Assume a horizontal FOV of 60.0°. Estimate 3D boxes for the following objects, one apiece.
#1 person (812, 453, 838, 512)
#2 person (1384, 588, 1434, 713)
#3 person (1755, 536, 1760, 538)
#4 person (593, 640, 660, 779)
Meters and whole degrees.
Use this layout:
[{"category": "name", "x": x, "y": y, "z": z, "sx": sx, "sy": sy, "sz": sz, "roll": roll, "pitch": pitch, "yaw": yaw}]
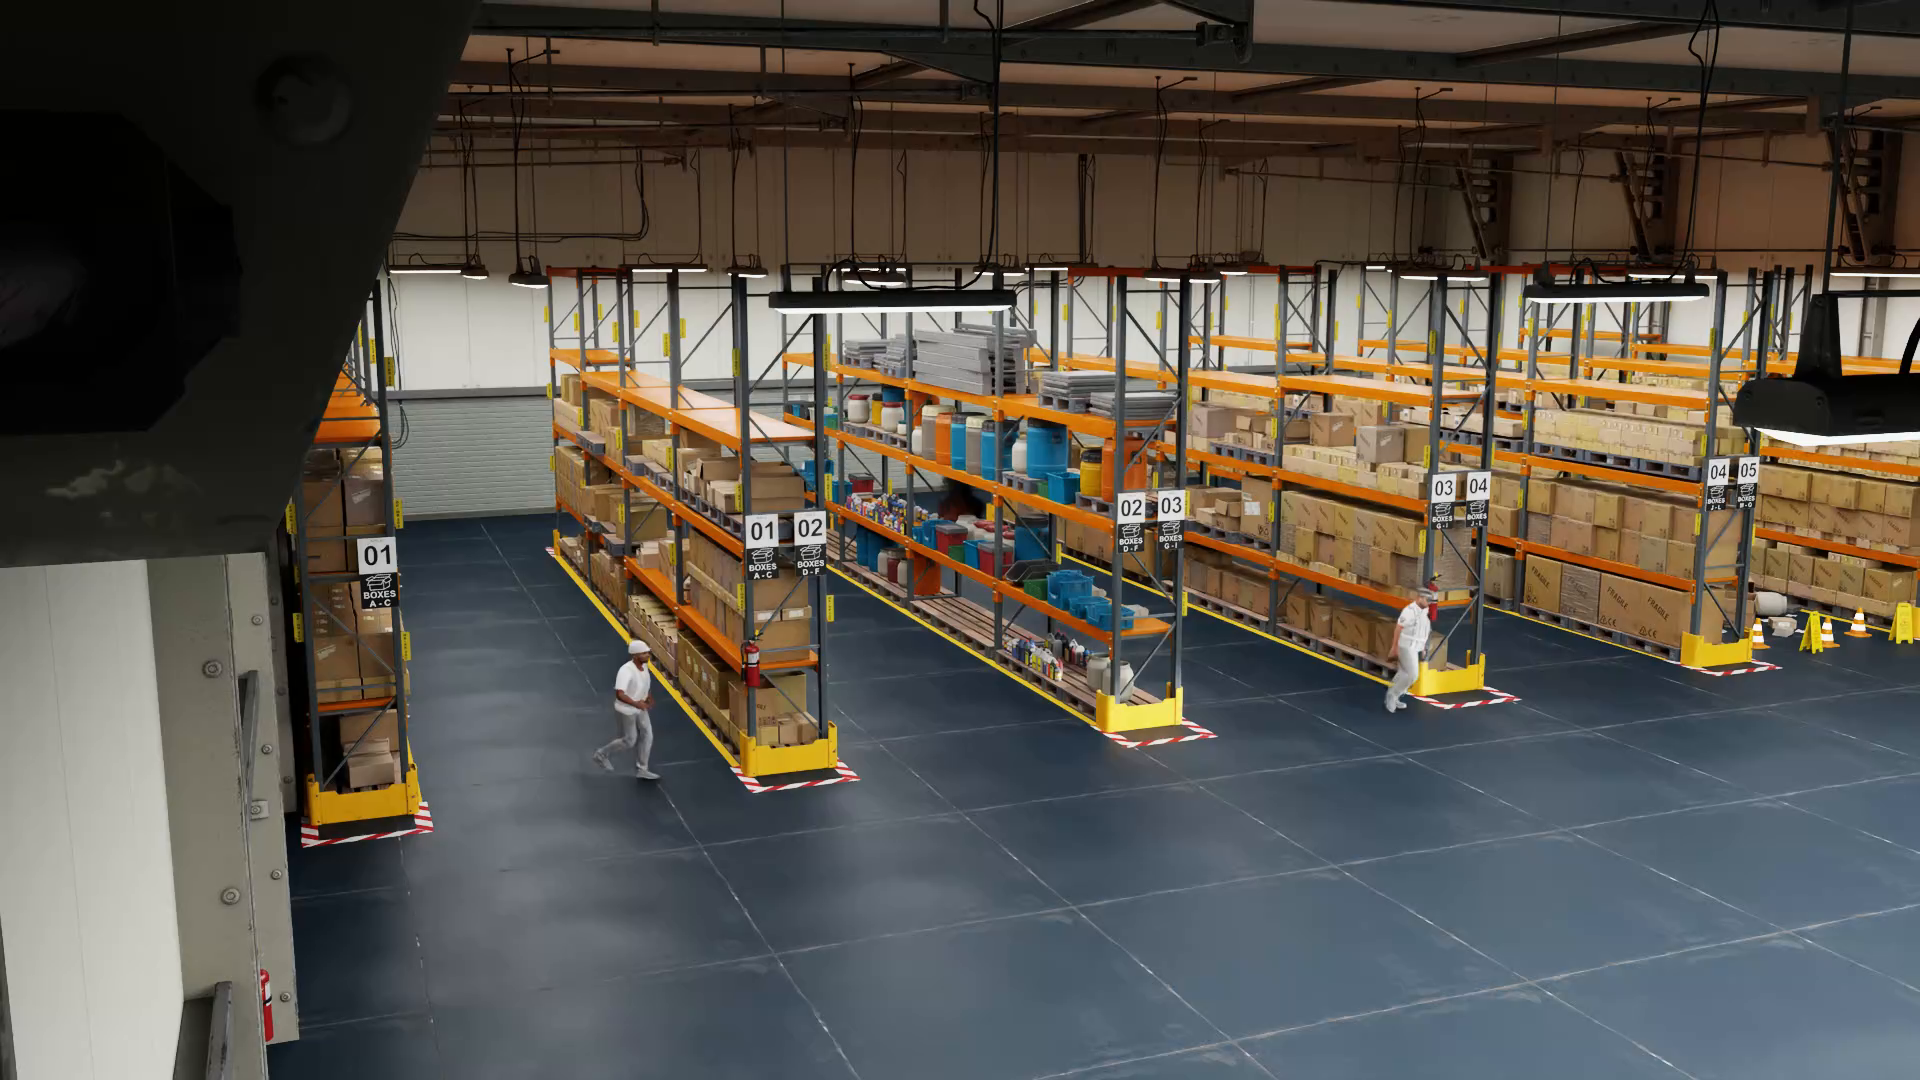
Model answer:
[{"category": "person", "x": -3.203, "y": -1.223, "z": 38.895, "sx": 0.752, "sy": 1.693, "sz": 0.910, "roll": 4, "pitch": 11, "yaw": 22}, {"category": "person", "x": 6.193, "y": 1.500, "z": 23.012, "sx": 0.559, "sy": 1.712, "sz": 0.701, "roll": 9, "pitch": 14, "yaw": 43}, {"category": "person", "x": 16.077, "y": -0.313, "z": 33.296, "sx": 0.640, "sy": 1.674, "sz": 0.669, "roll": -6, "pitch": 12, "yaw": -33}, {"category": "person", "x": -4.036, "y": 2.038, "z": 20.044, "sx": 0.833, "sy": 1.720, "sz": 0.696, "roll": 3, "pitch": 10, "yaw": 19}]
